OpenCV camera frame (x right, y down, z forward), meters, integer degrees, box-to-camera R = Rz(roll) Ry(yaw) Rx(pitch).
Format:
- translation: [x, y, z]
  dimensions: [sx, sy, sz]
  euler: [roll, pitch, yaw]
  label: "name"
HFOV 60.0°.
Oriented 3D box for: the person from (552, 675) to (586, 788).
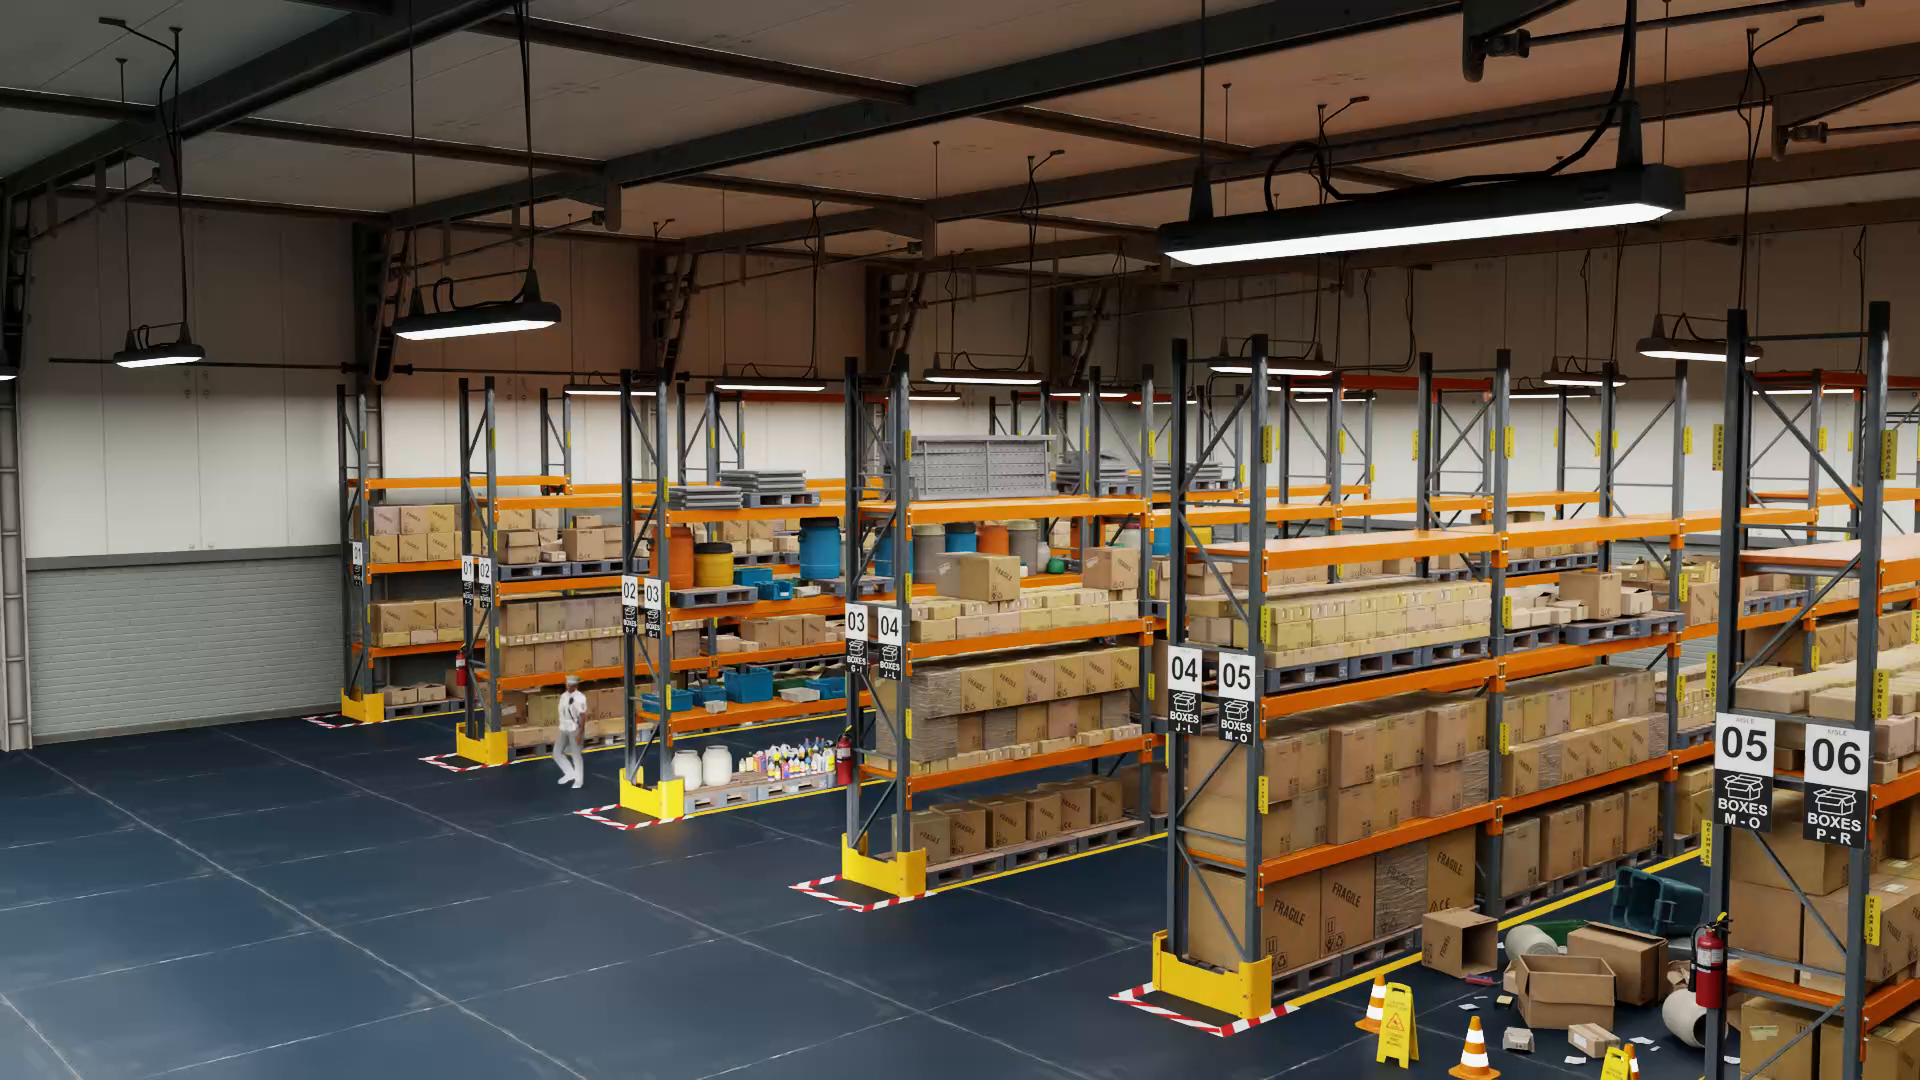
- translation: [-5.599, 2.752, 23.946]
  dimensions: [0.558, 1.663, 0.461]
  euler: [2, 4, 25]
  label: "person"
